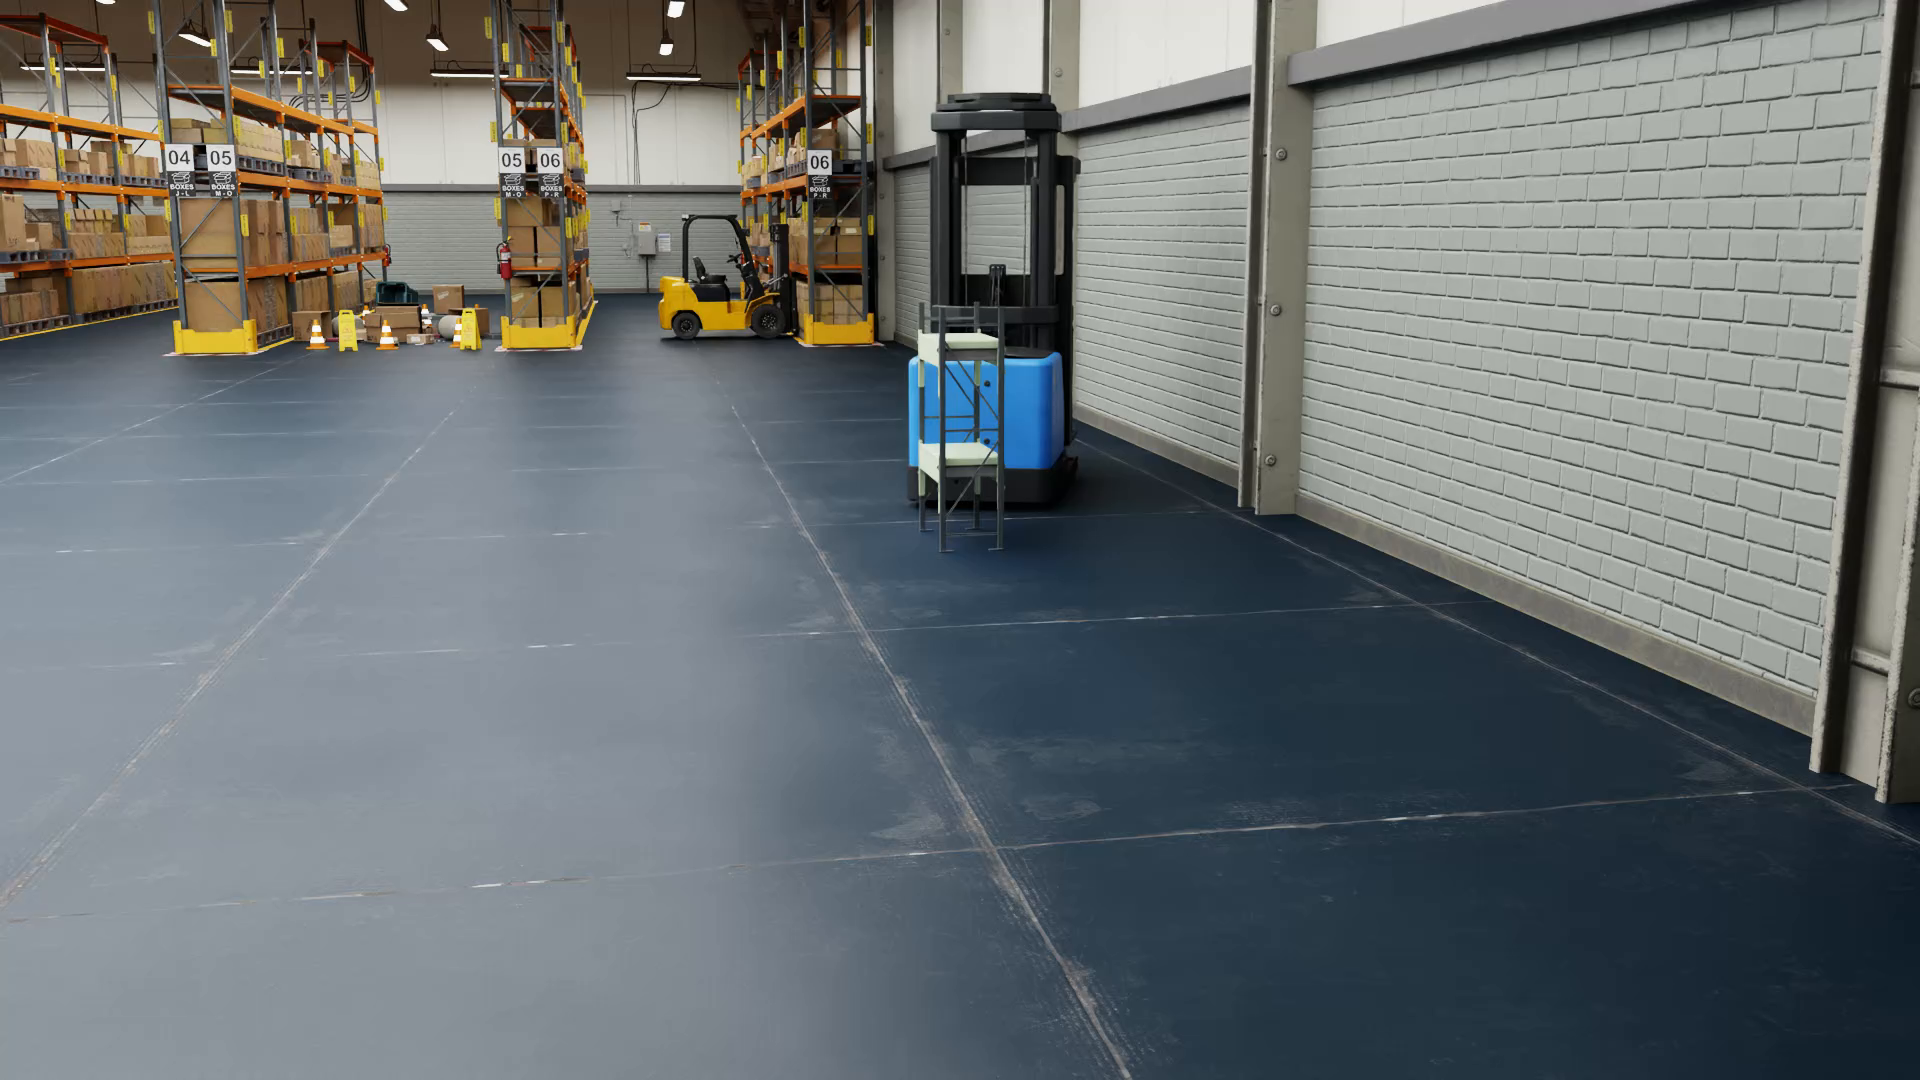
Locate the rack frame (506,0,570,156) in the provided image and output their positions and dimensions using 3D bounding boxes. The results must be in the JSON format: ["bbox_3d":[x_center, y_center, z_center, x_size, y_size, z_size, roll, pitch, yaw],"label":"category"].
[{"bbox_3d":[-7.704,-8.330,30.397,1.000,3.000,0.127,-2,11,-11],"label":"rack frame"}]

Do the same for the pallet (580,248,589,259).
[{"bbox_3d":[-8.239,-5.896,34.164,1.213,0.211,1.003,-2,11,-11],"label":"pallet"}]

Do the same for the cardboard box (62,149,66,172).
[{"bbox_3d":[-18.647,-7.750,33.979,0.500,0.500,0.500,-2,11,-8],"label":"cardboard box"}]

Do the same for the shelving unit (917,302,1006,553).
[{"bbox_3d":[0.001,-0.736,10.550,0.431,1.500,0.755,-2,11,-11],"label":"shelving unit"}]

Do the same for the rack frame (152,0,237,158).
[{"bbox_3d":[-11.762,-7.398,25.499,1.000,3.000,0.127,-2,11,-11],"label":"rack frame"}]

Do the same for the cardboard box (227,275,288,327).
[{"bbox_3d":[-12.487,-4.229,29.455,0.875,0.875,0.875,-2,11,-10],"label":"cardboard box"}]

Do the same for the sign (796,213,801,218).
[{"bbox_3d":[-3.848,-7.621,39.620,0.100,0.325,0.005,-2,11,-11],"label":"sign"}]

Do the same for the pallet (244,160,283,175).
[{"bbox_3d":[-12.391,-6.464,28.852,1.003,0.211,1.213,-2,11,-11],"label":"pallet"}]

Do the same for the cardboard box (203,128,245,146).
[{"bbox_3d":[-11.604,-6.350,26.232,0.500,0.250,0.500,-2,11,-11],"label":"cardboard box"}]

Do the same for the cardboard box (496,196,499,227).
[{"bbox_3d":[-7.531,-5.605,28.384,0.700,0.500,0.500,-2,11,-12],"label":"cardboard box"}]

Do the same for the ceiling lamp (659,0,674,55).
[{"bbox_3d":[-6.385,-12.613,37.284,0.800,3.185,2.000,-2,11,-11],"label":"ceiling lamp"}]

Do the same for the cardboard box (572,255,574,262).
[{"bbox_3d":[-7.288,-5.167,30.491,0.380,0.149,0.250,-2,11,-10],"label":"cardboard box"}]

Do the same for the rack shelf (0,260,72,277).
[{"bbox_3d":[-17.814,-5.036,31.059,1.077,0.370,4.000,-2,11,-11],"label":"rack shelf"}]

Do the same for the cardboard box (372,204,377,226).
[{"bbox_3d":[-14.333,-7.809,39.966,0.500,0.500,0.500,-2,11,-8],"label":"cardboard box"}]

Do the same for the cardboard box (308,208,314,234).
[{"bbox_3d":[-13.141,-6.283,32.745,0.700,0.500,0.500,-2,11,-12],"label":"cardboard box"}]

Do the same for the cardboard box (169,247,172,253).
[{"bbox_3d":[-19.367,-7.047,40.371,0.380,0.149,0.250,-2,11,-10],"label":"cardboard box"}]

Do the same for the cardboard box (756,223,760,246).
[{"bbox_3d":[-4.264,-6.951,37.806,0.700,0.500,0.500,-2,11,-11],"label":"cardboard box"}]

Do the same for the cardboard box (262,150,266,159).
[{"bbox_3d":[-11.858,-6.455,27.849,0.380,0.149,0.250,-2,11,-11],"label":"cardboard box"}]

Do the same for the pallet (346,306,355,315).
[{"bbox_3d":[-13.703,-4.915,35.956,1.003,0.211,1.213,-2,11,-11],"label":"pallet"}]

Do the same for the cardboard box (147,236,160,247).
[{"bbox_3d":[-19.207,-7.031,39.218,0.500,0.250,0.500,-3,11,-13],"label":"cardboard box"}]

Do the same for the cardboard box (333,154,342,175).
[{"bbox_3d":[-14.130,-8.308,36.908,0.700,0.500,0.500,-2,11,-11],"label":"cardboard box"}]

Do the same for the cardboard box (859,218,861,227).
[{"bbox_3d":[-1.904,-5.465,28.590,0.380,0.149,0.250,-2,11,-9],"label":"cardboard box"}]

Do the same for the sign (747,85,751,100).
[{"bbox_3d":[-4.928,-10.460,38.877,0.100,0.325,0.005,-2,11,-11],"label":"sign"}]

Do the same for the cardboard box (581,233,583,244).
[{"bbox_3d":[-8.609,-6.671,36.787,0.500,0.250,0.500,-2,11,-10],"label":"cardboard box"}]

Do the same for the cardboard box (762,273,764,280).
[{"bbox_3d":[-4.454,-6.205,39.104,0.380,0.149,0.250,-2,11,-13],"label":"cardboard box"}]

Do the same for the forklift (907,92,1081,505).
[{"bbox_3d":[0.351,-1.920,12.947,1.130,2.935,3.031,2,11,8],"label":"forklift"}]

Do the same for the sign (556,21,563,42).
[{"bbox_3d":[-6.394,-8.114,26.551,0.100,0.325,0.005,-2,11,-11],"label":"sign"}]

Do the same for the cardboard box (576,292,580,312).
[{"bbox_3d":[-8.382,-4.928,34.472,0.950,0.372,0.625,-3,11,-15],"label":"cardboard box"}]

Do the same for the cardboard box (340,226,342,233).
[{"bbox_3d":[-13.574,-6.722,35.947,0.380,0.149,0.250,-3,11,-14],"label":"cardboard box"}]

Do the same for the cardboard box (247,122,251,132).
[{"bbox_3d":[-11.661,-6.661,26.795,0.380,0.149,0.250,-2,11,-10],"label":"cardboard box"}]

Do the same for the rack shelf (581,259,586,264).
[{"bbox_3d":[-8.871,-6.130,36.807,1.077,0.370,4.000,-2,11,-11],"label":"rack shelf"}]

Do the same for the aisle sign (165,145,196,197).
[{"bbox_3d":[-12.043,-5.704,25.692,0.394,0.787,0.004,-2,11,-11],"label":"aisle sign"}]

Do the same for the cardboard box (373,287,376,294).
[{"bbox_3d":[-14.163,-5.964,39.716,0.380,0.149,0.250,-2,11,-10],"label":"cardboard box"}]

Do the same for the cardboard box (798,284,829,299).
[{"bbox_3d":[-2.559,-4.344,29.055,0.500,0.250,0.500,-2,11,-10],"label":"cardboard box"}]

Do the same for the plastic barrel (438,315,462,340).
[{"bbox_3d":[-8.813,-3.708,29.045,0.512,0.421,0.421,6,12,28],"label":"plastic barrel"}]

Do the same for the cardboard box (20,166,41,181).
[{"bbox_3d":[-17.665,-6.896,31.281,0.500,0.250,0.500,-2,11,-9],"label":"cardboard box"}]

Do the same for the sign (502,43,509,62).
[{"bbox_3d":[-8.248,-8.846,30.183,0.100,0.325,0.005,-2,11,-11],"label":"sign"}]

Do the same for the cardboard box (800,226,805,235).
[{"bbox_3d":[-2.605,-5.441,29.258,0.380,0.149,0.250,-2,11,-13],"label":"cardboard box"}]

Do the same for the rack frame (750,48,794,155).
[{"bbox_3d":[-4.392,-9.979,39.058,1.000,3.000,0.127,-2,11,-11],"label":"rack frame"}]

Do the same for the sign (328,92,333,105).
[{"bbox_3d":[-15.406,-10.811,40.719,0.100,0.325,0.005,-2,11,-11],"label":"sign"}]

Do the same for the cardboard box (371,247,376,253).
[{"bbox_3d":[-14.364,-7.025,40.255,0.380,0.149,0.250,-3,11,-14],"label":"cardboard box"}]

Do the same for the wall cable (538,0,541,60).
[{"bbox_3d":[-12.939,-14.455,46.528,2.355,3.000,0.029,-2,11,-11],"label":"wall cable"}]

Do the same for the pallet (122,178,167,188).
[{"bbox_3d":[-19.604,-8.518,39.643,1.003,0.211,1.213,-2,11,-11],"label":"pallet"}]

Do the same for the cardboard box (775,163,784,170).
[{"bbox_3d":[-3.498,-7.502,33.349,0.380,0.149,0.250,-2,11,-12],"label":"cardboard box"}]

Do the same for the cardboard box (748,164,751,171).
[{"bbox_3d":[-4.764,-8.713,38.914,0.380,0.149,0.250,-2,11,-9],"label":"cardboard box"}]

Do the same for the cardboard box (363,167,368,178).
[{"bbox_3d":[-14.131,-8.579,38.789,0.500,0.250,0.500,-2,11,-10],"label":"cardboard box"}]

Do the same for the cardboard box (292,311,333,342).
[{"bbox_3d":[-11.232,-3.711,28.849,0.500,0.500,0.500,0,11,-1],"label":"cardboard box"}]

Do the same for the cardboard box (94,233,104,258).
[{"bbox_3d":[-18.332,-6.185,34.902,0.500,0.500,0.500,-2,11,-11],"label":"cardboard box"}]

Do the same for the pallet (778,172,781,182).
[{"bbox_3d":[-3.174,-7.353,33.788,1.003,0.211,1.213,-2,11,-8],"label":"pallet"}]

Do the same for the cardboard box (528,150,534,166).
[{"bbox_3d":[-7.374,-6.373,27.739,0.500,0.250,0.500,-2,11,-12],"label":"cardboard box"}]

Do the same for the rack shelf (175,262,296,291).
[{"bbox_3d":[-12.151,-4.465,28.055,1.077,0.370,4.000,-2,11,-11],"label":"rack shelf"}]

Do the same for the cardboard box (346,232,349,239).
[{"bbox_3d":[-13.727,-6.721,36.741,0.380,0.149,0.250,-2,11,-9],"label":"cardboard box"}]

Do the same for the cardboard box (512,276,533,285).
[{"bbox_3d":[-7.521,-4.441,28.497,0.380,0.149,0.250,-2,11,-10],"label":"cardboard box"}]
